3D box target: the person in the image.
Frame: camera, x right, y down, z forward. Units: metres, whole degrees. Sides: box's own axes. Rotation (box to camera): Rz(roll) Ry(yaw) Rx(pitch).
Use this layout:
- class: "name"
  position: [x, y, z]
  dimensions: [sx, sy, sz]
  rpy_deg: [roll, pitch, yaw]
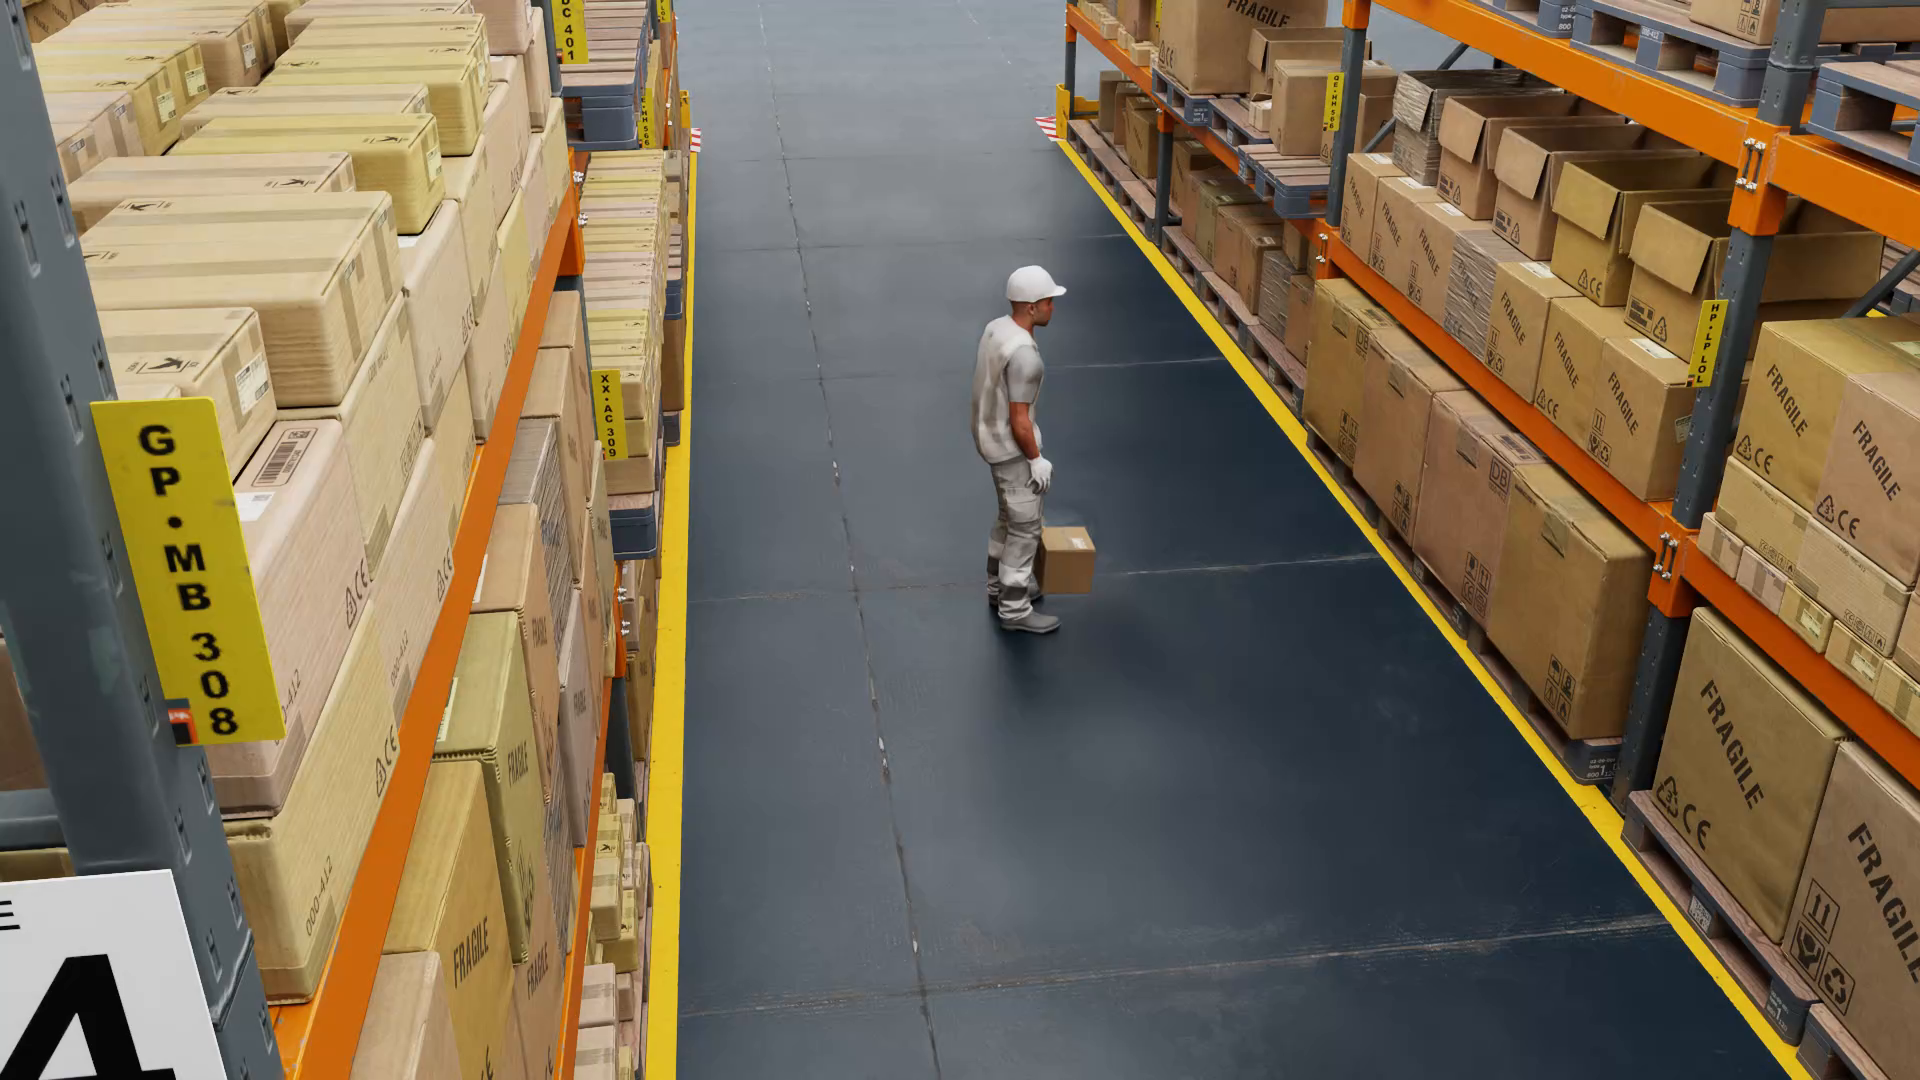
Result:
- class: "person"
  position: [0.278, -0.438, 7.961]
  dimensions: [0.435, 1.781, 0.568]
  rpy_deg: [-4, 27, -9]
